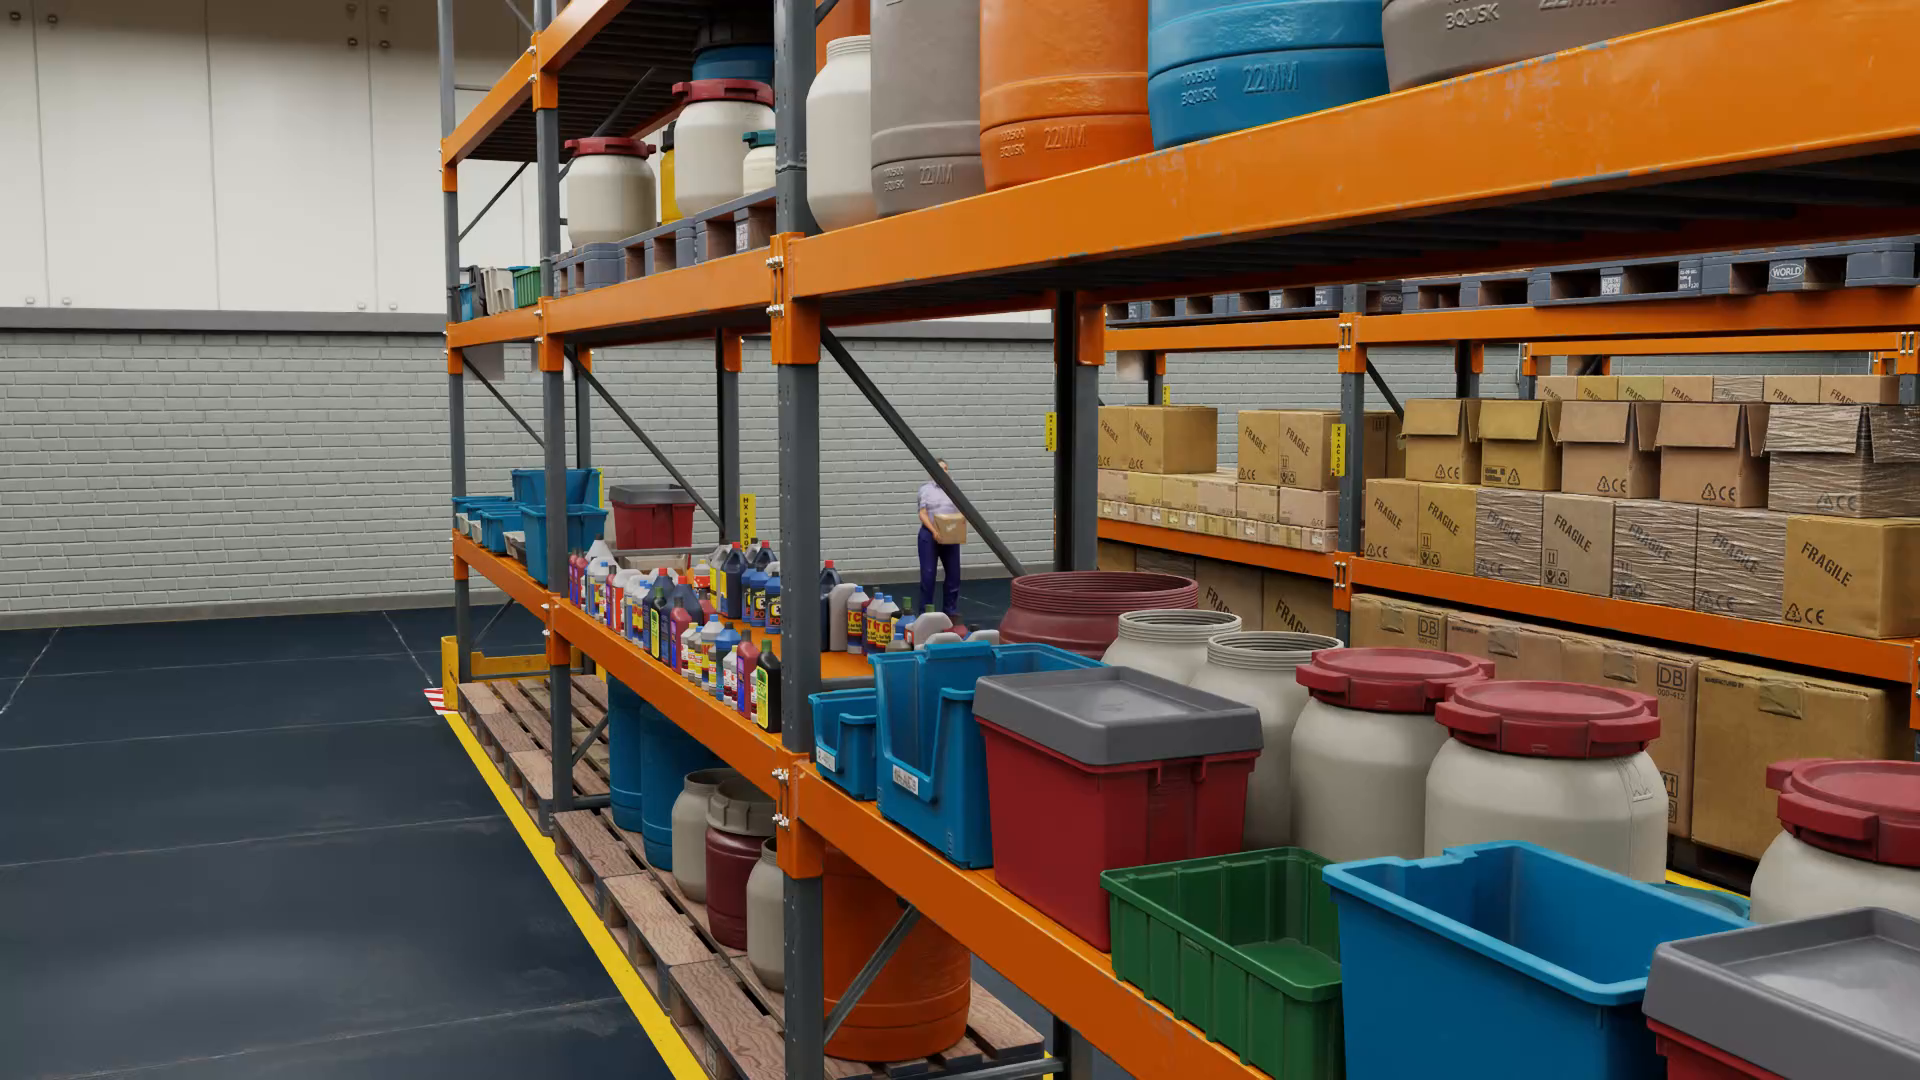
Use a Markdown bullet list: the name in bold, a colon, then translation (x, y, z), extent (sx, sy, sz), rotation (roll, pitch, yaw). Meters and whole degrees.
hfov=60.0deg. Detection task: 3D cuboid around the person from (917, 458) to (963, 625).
- **person**: translation (-0.168, 0.020, 16.363), extent (0.471, 1.647, 0.511), rotation (-2, 6, -24)
